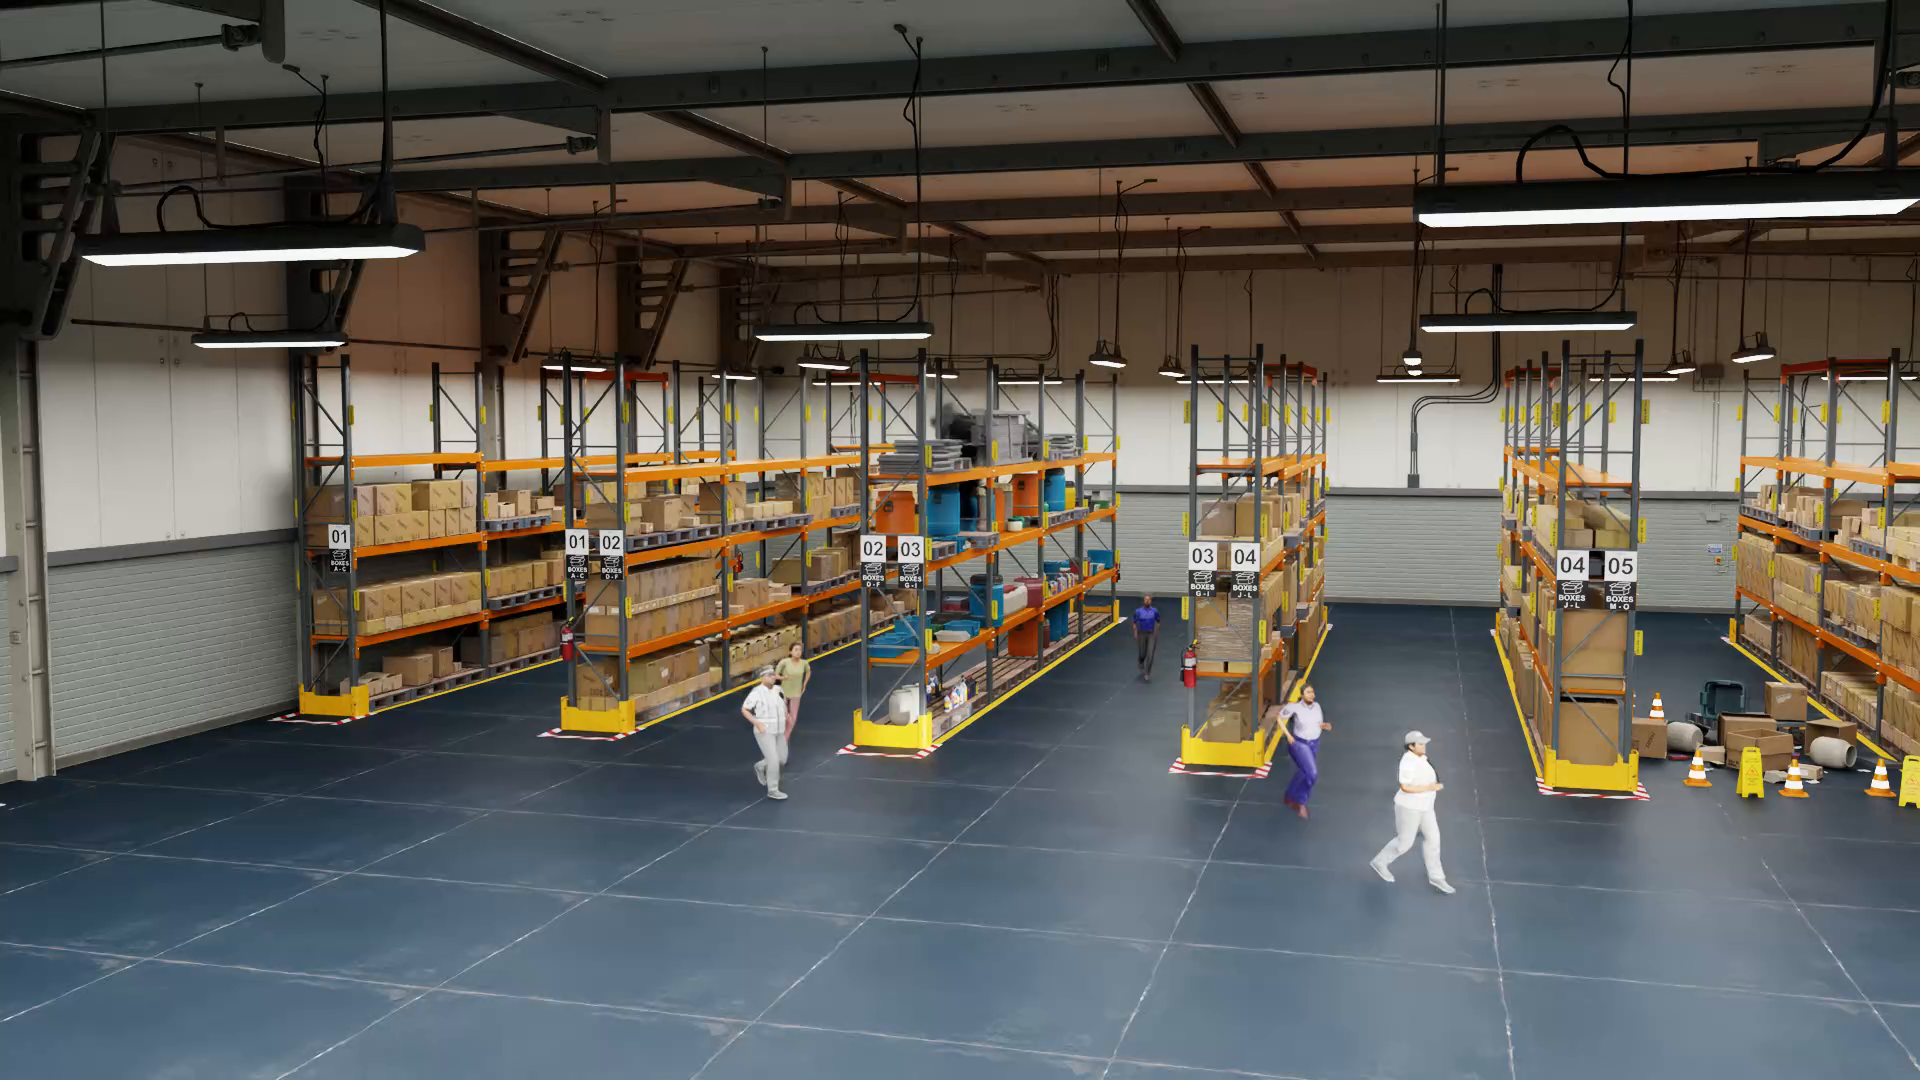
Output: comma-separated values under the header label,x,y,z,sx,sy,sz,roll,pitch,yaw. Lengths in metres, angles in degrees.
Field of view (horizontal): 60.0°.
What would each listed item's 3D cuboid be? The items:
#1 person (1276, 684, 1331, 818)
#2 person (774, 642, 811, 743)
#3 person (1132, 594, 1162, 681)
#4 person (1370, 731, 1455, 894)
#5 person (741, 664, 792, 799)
label,x,y,z,sx,sy,sz,roll,pitch,yaw
person,4.337,2.642,20.867,0.573,1.701,0.718,-3,5,-35
person,-2.489,2.339,24.625,0.587,1.684,0.706,-1,4,-8
person,3.553,1.836,31.619,0.575,1.615,0.589,0,4,1
person,4.774,2.844,17.517,0.886,1.689,0.602,4,6,40
person,-2.520,2.492,21.847,0.758,1.741,0.672,4,6,44
